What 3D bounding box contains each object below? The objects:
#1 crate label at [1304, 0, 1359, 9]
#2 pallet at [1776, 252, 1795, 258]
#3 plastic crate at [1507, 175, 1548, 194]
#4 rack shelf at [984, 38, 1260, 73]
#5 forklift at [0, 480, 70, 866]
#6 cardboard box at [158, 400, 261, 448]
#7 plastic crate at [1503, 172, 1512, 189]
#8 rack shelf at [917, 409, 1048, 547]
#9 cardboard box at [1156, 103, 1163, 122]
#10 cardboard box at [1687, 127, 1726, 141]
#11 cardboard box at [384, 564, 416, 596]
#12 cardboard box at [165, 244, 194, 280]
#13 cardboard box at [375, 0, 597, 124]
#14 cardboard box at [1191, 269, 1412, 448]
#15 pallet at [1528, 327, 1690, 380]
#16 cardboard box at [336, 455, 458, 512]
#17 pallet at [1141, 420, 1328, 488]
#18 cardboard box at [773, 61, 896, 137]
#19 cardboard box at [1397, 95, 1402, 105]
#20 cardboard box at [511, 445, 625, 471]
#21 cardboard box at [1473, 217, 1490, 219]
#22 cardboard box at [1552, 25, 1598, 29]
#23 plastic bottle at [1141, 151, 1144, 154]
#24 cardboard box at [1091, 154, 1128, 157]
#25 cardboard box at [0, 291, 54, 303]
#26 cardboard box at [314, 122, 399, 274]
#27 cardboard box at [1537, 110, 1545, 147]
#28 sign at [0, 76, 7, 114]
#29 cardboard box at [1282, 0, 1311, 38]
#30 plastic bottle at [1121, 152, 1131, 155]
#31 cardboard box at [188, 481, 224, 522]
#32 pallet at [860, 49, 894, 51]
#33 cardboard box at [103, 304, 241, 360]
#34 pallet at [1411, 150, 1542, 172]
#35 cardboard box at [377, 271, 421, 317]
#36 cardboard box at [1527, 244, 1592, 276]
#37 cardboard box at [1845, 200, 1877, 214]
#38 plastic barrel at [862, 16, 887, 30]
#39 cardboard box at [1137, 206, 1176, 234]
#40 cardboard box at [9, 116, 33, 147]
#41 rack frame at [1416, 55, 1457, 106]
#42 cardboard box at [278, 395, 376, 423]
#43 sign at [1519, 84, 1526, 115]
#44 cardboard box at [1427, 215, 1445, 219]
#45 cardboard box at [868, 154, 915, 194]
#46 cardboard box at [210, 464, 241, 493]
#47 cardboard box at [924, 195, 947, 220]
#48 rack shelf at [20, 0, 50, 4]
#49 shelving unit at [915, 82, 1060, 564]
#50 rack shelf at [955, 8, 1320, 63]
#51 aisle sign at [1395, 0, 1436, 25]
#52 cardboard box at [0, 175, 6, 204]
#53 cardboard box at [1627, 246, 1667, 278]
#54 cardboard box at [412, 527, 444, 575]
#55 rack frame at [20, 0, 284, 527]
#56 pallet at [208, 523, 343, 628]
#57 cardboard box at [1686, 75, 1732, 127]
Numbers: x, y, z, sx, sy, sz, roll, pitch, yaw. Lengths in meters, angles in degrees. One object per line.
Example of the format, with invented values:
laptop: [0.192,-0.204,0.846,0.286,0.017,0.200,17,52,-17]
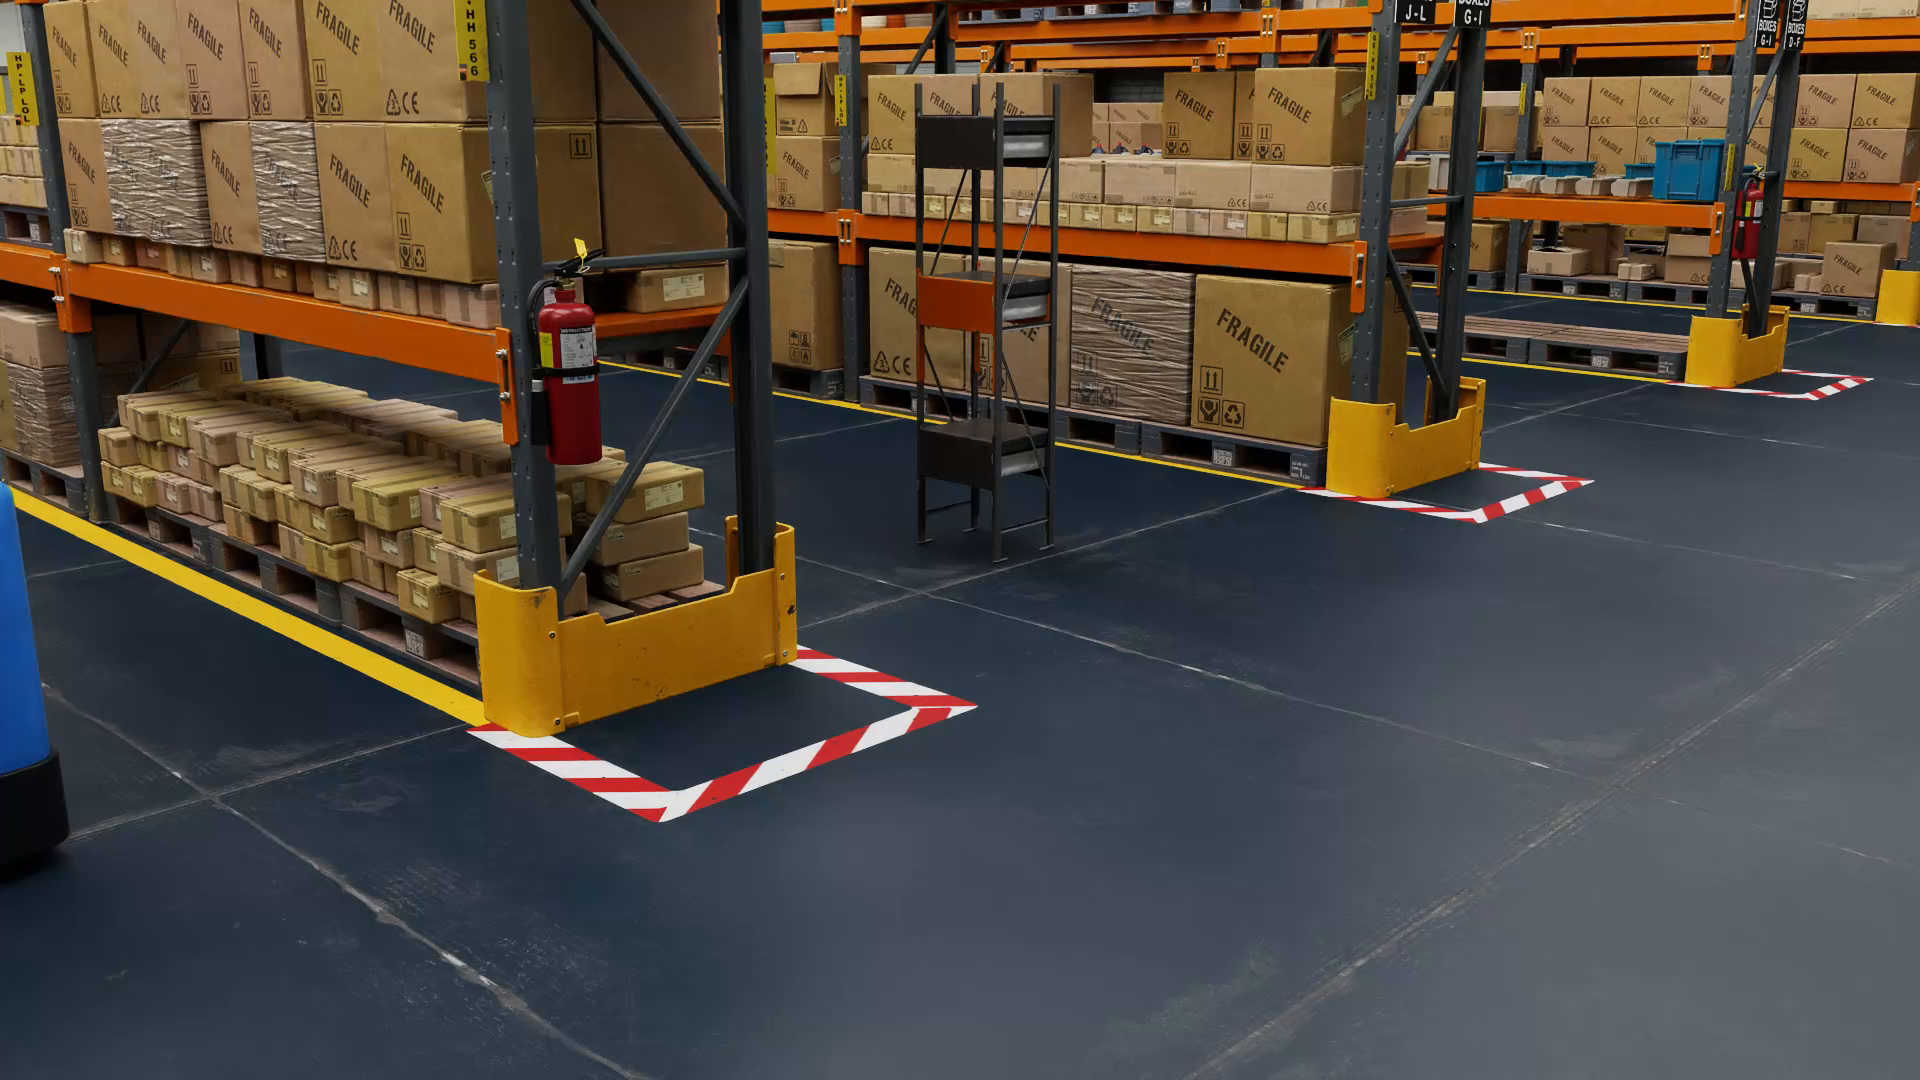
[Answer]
crate label: [3.168,-4.587,14.161,0.466,0.136,0.293,14,20,42]
pallet: [10.386,-3.702,21.723,1.213,0.211,1.003,14,20,42]
plastic crate: [4.541,-2.858,13.357,0.250,0.136,0.298,14,20,42]
rack shelf: [2.138,-6.453,22.226,4.000,0.370,1.077,14,20,42]
forklift: [-3.943,-0.640,4.575,3.031,2.935,1.130,9,17,32]
cardboard box: [-3.459,-0.539,7.692,0.250,0.149,0.380,13,20,41]
plastic crate: [4.479,-3.052,14.101,0.466,0.136,0.293,14,20,42]
rack shelf: [0.119,-0.297,7.736,0.480,0.518,0.431,14,20,42]
cardboard box: [3.579,-6.926,27.334,0.500,0.500,0.500,14,20,42]
cardboard box: [7.732,-3.943,16.919,0.500,0.500,0.500,13,20,41]
cardboard box: [-1.967,0.114,6.366,0.250,0.149,0.380,14,20,42]
cardboard box: [-3.166,-1.215,7.145,0.380,0.149,0.250,-14,20,-43]
cardboard box: [-1.559,-1.630,5.469,0.500,0.500,0.500,13,20,41]
cardboard box: [1.942,-1.074,9.488,0.875,0.875,0.875,14,20,42]
pallet: [5.329,-1.503,13.281,1.213,0.211,1.003,14,20,42]
cardboard box: [-2.172,-0.211,6.434,0.250,0.149,0.380,13,19,40]
pallet: [1.828,-0.578,9.733,1.213,0.211,1.003,14,20,42]
cardboard box: [-0.887,-3.146,11.869,0.637,0.503,0.797,13,19,41]
cardboard box: [6.503,-6.583,24.890,0.250,0.149,0.380,10,17,33]
cardboard box: [-1.573,-0.278,6.691,0.250,0.149,0.380,14,20,42]
cardboard box: [7.452,-4.910,24.256,0.750,0.750,0.750,13,20,41]
cardboard box: [6.636,-5.548,17.625,0.500,0.250,0.500,14,20,42]
plastic bottle: [1.810,-3.725,16.533,0.097,0.271,0.097,0,15,0]
cardboard box: [0.821,-2.364,10.764,0.500,0.250,0.500,-14,20,-43]
cardboard box: [-5.399,-1.243,9.389,0.500,0.250,0.500,13,19,40]
cardboard box: [-1.926,-1.235,5.933,0.500,0.500,0.500,13,20,41]
cardboard box: [8.293,-5.700,23.030,0.500,0.500,0.500,-14,20,-43]
sign: [-6.446,-2.941,11.133,0.005,0.325,0.100,14,20,42]
cardboard box: [4.283,-6.340,20.167,0.500,0.500,0.910,14,20,42]
plastic bottle: [1.619,-3.568,15.921,0.135,0.276,0.152,14,20,42]
cardboard box: [-3.274,-0.205,7.591,0.250,0.149,0.380,13,20,41]
pallet: [-1.690,-7.680,25.684,1.213,0.211,1.003,14,20,42]
cardboard box: [-4.285,-1.153,9.046,0.500,0.250,0.500,13,19,40]
pallet: [5.958,-4.366,19.121,1.213,0.211,1.003,14,20,42]
cardboard box: [-1.832,-0.895,5.916,0.250,0.149,0.380,13,20,42]
cardboard box: [6.610,-3.098,18.334,0.500,0.311,0.500,14,20,42]
cardboard box: [11.332,-4.191,20.907,0.250,0.149,0.380,13,20,41]
plastic barrel: [-0.940,-5.666,18.053,0.301,0.262,0.301,0,15,0]
cardboard box: [1.237,-1.861,9.625,0.250,0.149,0.380,13,20,41]
cardboard box: [-4.555,-2.071,8.415,0.250,0.149,0.380,13,19,41]
rack frame: [7.014,-5.899,24.624,0.127,3.000,1.000,14,20,42]
cardboard box: [-2.972,-0.576,7.837,0.380,0.149,0.250,-14,20,-42]
sign: [6.075,-4.758,17.949,0.005,0.325,0.100,14,20,42]
cardboard box: [5.559,-3.969,19.815,0.500,0.250,0.500,14,20,42]
cardboard box: [-0.265,-2.444,11.069,0.500,0.250,0.500,13,20,41]
cardboard box: [-3.079,-0.301,7.370,0.380,0.149,0.250,-13,20,-42]
cardboard box: [-0.060,-2.176,10.833,0.380,0.149,0.250,-14,20,-42]
rack shelf: [-2.497,-2.373,6.567,4.000,0.370,1.077,14,20,42]
shelving unit: [0.119,-0.987,7.556,0.503,2.100,0.431,14,20,42]
rack shelf: [1.577,-4.854,16.091,4.000,0.370,1.077,14,20,42]
aisle sign: [2.302,-2.993,8.313,0.004,0.787,0.394,14,20,42]
cardboard box: [-4.906,-1.868,8.817,0.250,0.149,0.380,12,19,39]
cardboard box: [7.604,-3.032,18.078,0.500,0.311,0.500,14,20,42]
cardboard box: [-1.786,0.017,6.149,0.250,0.149,0.380,13,19,41]
rack frame: [-3.937,-1.619,8.198,0.127,3.000,1.000,14,20,42]
pallet: [-2.546,0.055,7.303,1.213,0.211,1.003,14,20,42]
cardboard box: [7.715,-4.428,16.794,0.500,0.500,0.500,-14,20,-42]
